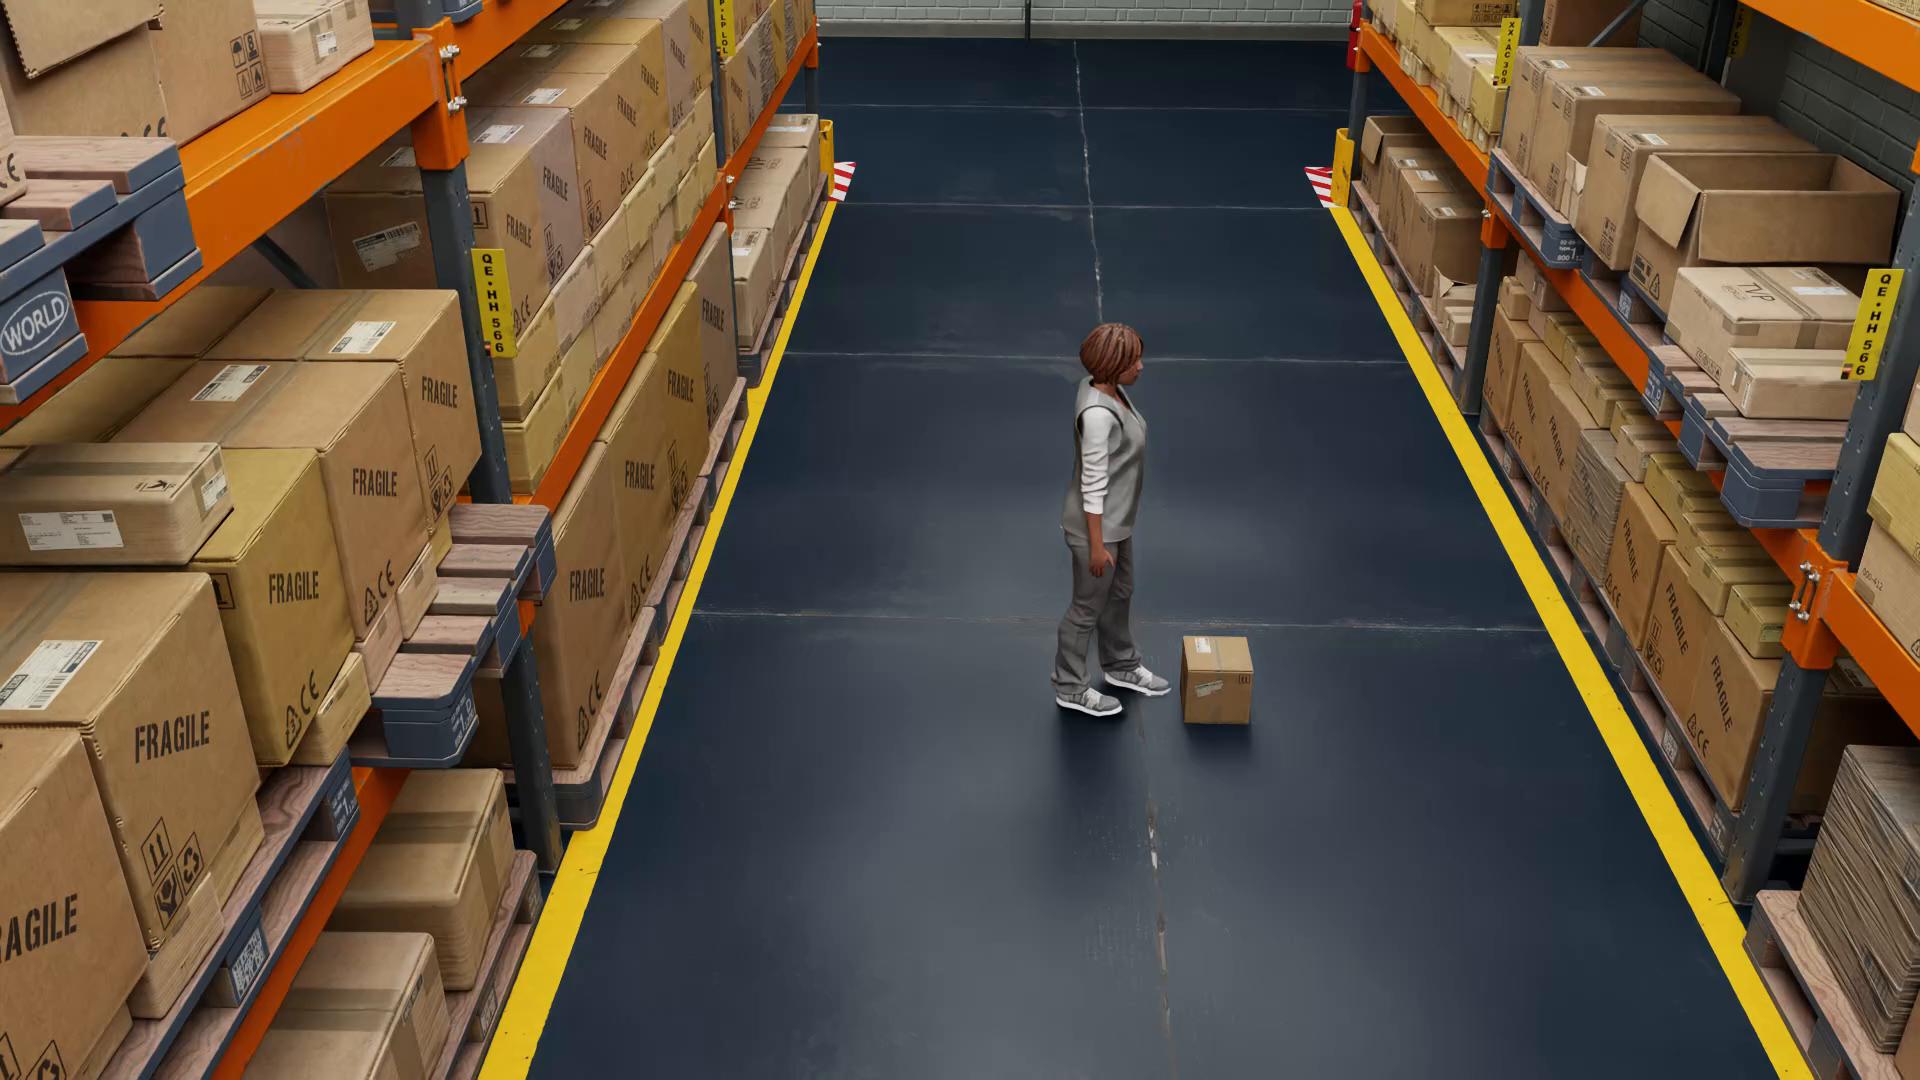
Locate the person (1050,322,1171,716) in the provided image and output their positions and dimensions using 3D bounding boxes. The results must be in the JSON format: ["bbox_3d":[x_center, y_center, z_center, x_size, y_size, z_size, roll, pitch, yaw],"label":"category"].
[{"bbox_3d":[0.589,-0.042,6.212,0.473,1.615,0.441,5,29,9],"label":"person"}]
